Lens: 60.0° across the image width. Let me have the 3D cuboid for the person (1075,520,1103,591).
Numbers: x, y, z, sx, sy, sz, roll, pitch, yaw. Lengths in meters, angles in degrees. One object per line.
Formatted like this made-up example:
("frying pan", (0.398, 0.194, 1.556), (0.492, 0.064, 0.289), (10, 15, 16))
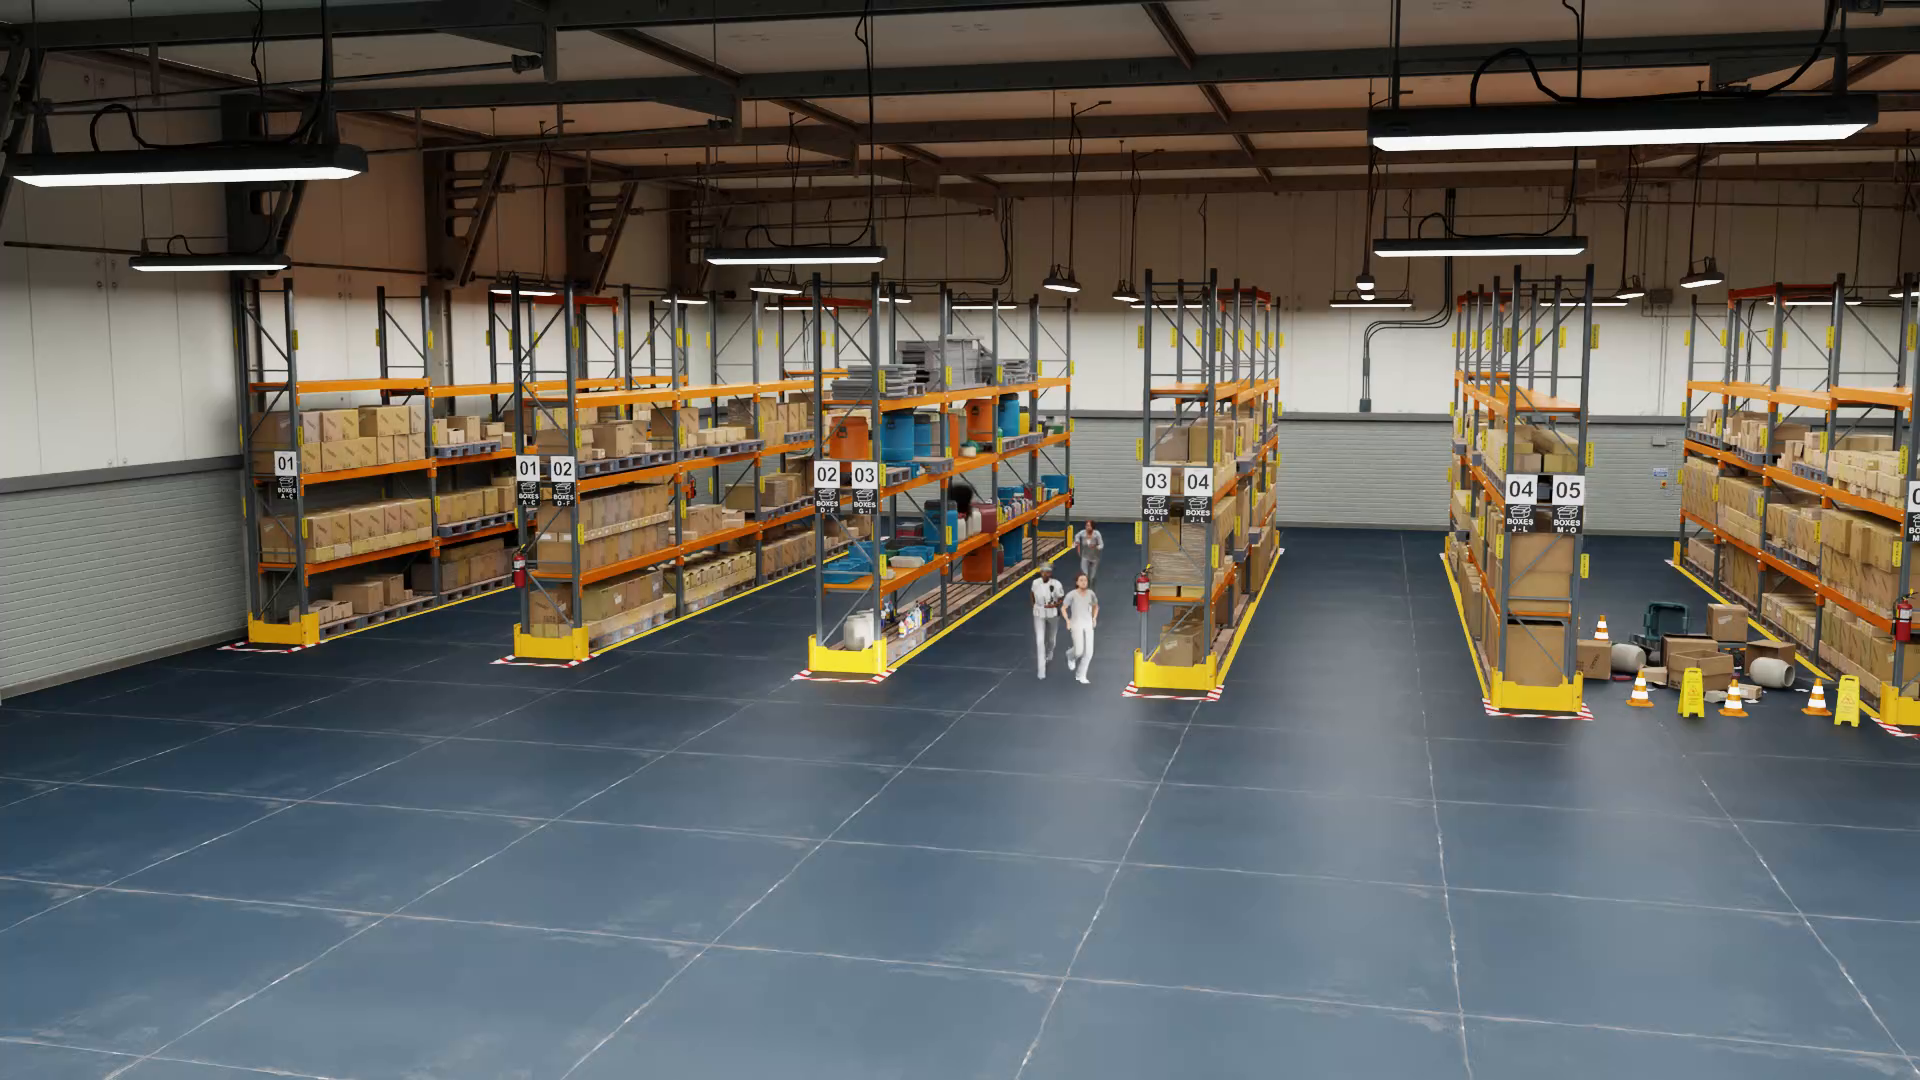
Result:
("person", (2.308, 0.387, 29.783), (0.525, 1.547, 0.744), (1, 7, 8))

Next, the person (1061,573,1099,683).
("person", (1.770, 1.275, 24.530), (0.578, 1.621, 0.582), (-2, 7, -14))

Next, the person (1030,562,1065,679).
("person", (1.326, 1.179, 25.122), (0.532, 1.740, 1.045), (0, 7, 3))
